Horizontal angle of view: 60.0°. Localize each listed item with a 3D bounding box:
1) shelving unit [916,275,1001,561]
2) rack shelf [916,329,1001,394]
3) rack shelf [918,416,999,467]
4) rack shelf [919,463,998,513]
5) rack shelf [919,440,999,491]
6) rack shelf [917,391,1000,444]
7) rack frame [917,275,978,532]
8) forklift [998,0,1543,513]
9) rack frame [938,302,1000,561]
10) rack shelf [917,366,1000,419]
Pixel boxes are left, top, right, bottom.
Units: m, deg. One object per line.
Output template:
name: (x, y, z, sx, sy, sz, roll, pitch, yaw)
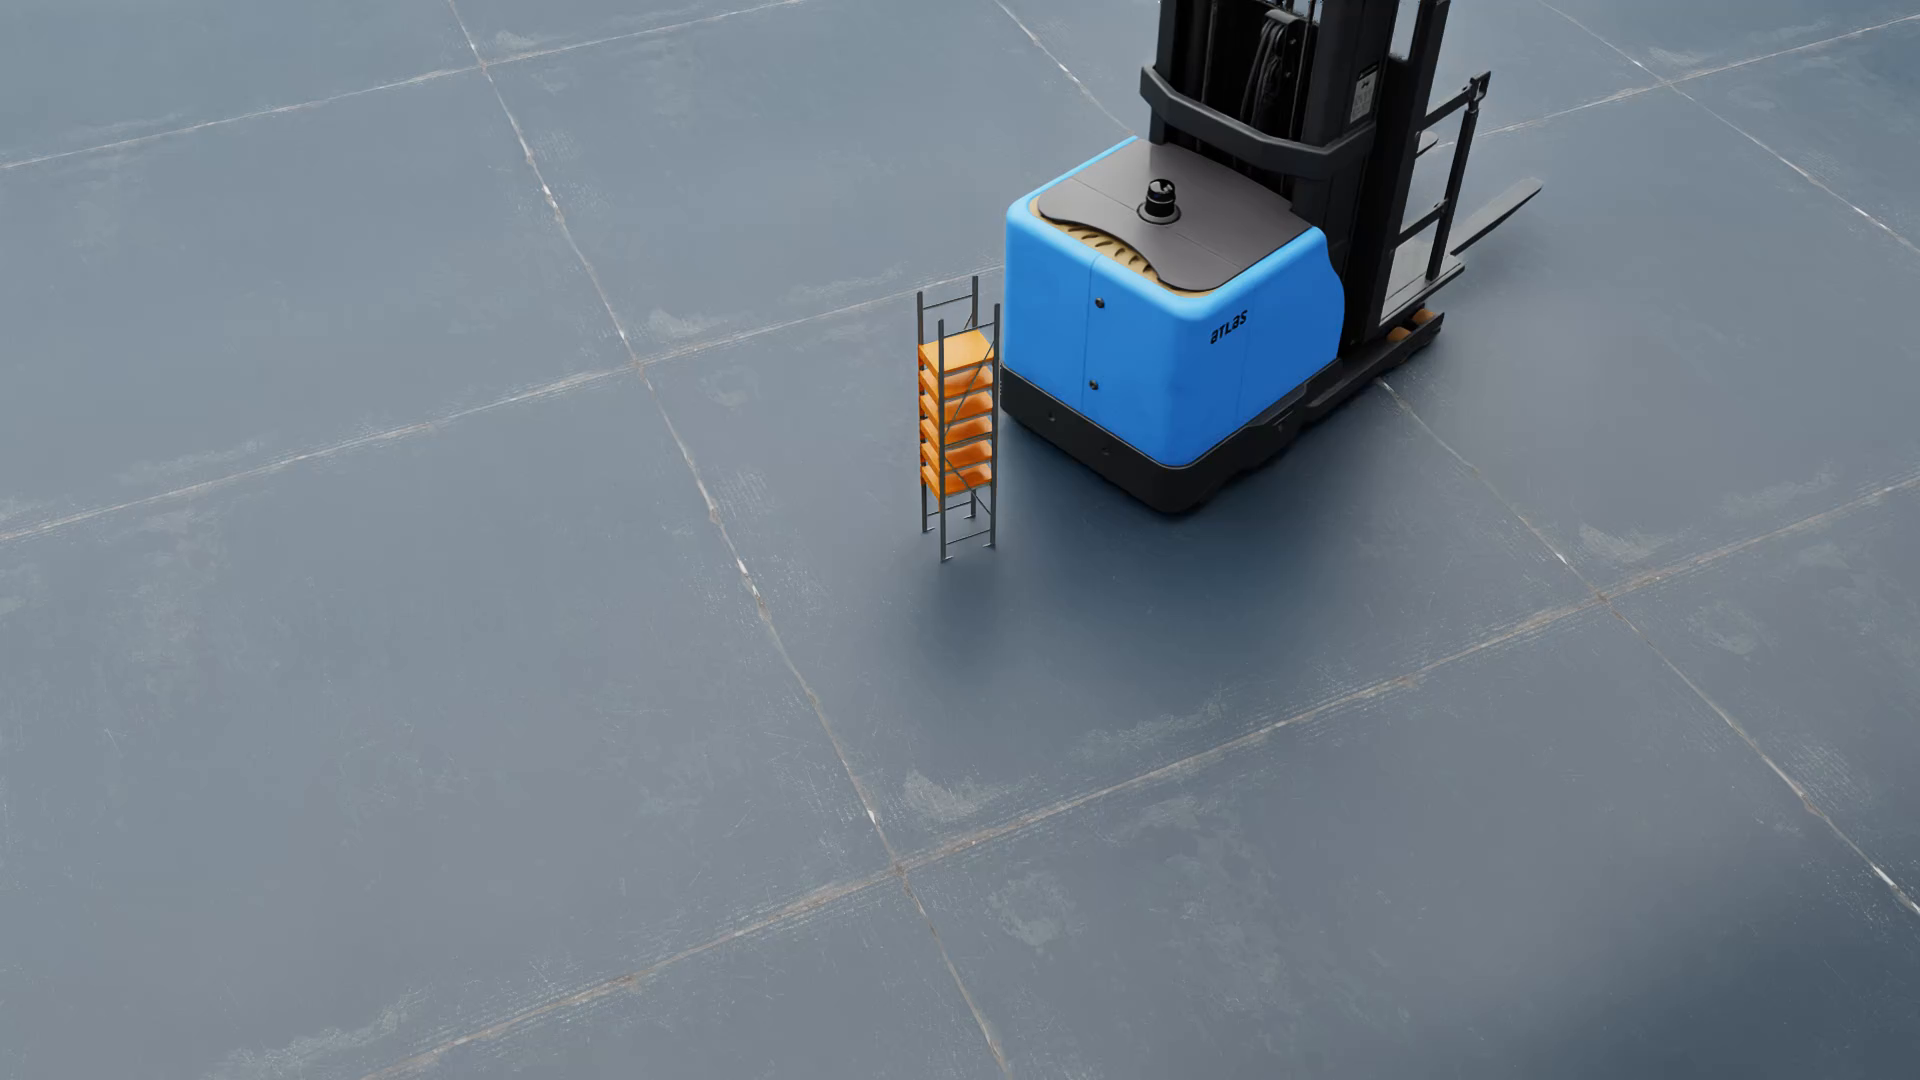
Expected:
shelving unit: (-0.006, -0.436, 6.338, 0.258, 1.200, 0.189, -18, 47, -17)
rack shelf: (-0.006, -0.661, 6.116, 0.258, 0.103, 0.180, -18, 47, -17)
rack shelf: (-0.006, -0.405, 6.369, 0.258, 0.103, 0.180, -18, 47, -17)
rack shelf: (-0.006, -0.234, 6.538, 0.258, 0.103, 0.180, -18, 47, -17)
rack shelf: (-0.006, -0.319, 6.453, 0.258, 0.103, 0.180, -18, 47, -17)
rack shelf: (-0.006, -0.490, 6.285, 0.258, 0.103, 0.180, -18, 47, -17)
rack frame: (-0.045, -0.495, 6.397, 0.240, 1.200, 0.006, -18, 47, -17)
forklift: (1.573, -2.079, 6.770, 3.031, 2.935, 1.130, -34, 54, -30)
rack frame: (0.032, -0.378, 6.279, 0.240, 1.200, 0.006, -18, 47, -17)
rack shelf: (-0.006, -0.576, 6.201, 0.258, 0.103, 0.180, -18, 47, -17)
